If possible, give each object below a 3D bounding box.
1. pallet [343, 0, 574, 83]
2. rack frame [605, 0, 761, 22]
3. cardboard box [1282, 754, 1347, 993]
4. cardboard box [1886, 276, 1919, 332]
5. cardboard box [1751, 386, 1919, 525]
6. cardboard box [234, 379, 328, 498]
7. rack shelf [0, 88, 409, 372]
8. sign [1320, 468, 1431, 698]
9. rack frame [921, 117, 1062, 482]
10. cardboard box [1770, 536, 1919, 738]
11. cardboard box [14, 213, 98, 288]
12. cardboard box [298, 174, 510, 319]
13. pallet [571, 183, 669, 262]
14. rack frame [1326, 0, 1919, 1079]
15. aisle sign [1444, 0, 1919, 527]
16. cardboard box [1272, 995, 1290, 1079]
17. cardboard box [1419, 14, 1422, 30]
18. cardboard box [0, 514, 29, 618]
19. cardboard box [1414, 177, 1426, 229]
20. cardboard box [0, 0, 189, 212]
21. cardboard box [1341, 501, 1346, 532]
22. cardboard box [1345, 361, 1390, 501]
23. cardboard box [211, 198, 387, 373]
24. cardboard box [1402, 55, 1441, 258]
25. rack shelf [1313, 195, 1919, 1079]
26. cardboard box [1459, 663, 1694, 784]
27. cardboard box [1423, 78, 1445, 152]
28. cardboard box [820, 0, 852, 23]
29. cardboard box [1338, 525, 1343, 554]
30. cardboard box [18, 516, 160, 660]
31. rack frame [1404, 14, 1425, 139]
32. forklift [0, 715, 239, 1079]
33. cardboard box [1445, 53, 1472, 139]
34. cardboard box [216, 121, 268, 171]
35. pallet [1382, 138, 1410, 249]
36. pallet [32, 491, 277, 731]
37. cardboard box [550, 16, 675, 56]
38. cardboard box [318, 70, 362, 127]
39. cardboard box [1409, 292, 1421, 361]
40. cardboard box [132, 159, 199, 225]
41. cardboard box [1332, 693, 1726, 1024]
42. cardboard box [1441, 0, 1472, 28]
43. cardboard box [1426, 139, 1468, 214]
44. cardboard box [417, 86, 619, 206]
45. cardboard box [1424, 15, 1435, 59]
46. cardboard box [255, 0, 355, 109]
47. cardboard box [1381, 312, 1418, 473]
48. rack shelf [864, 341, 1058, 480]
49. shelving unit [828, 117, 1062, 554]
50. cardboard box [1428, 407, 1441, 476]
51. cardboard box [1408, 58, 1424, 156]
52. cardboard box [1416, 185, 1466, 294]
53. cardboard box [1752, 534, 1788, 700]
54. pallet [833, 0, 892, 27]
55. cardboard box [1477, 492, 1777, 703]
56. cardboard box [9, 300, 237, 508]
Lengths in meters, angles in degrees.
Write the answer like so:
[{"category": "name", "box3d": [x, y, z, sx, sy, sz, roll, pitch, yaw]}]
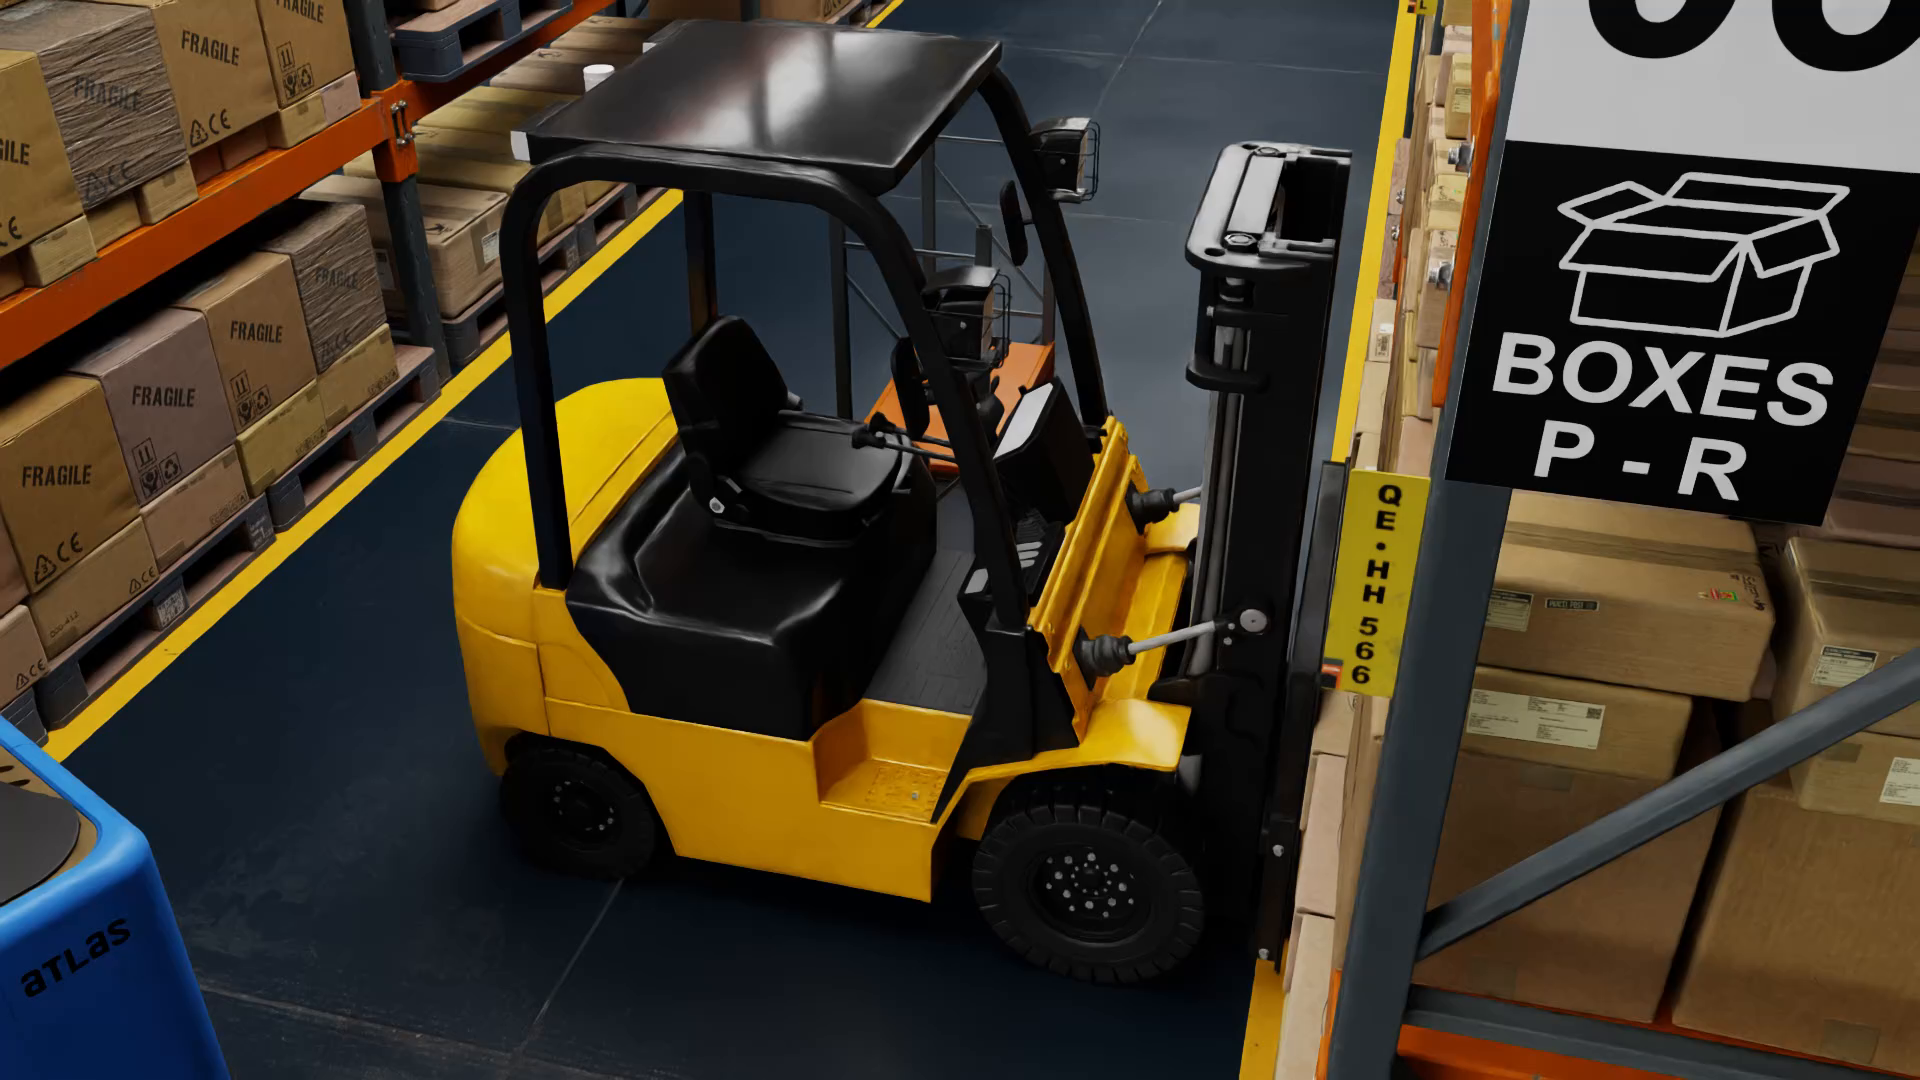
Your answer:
[{"category": "pallet", "box3d": [-2.416, -2.316, 7.277, 1.003, 0.211, 1.213, 8, 33, 12]}, {"category": "rack frame", "box3d": [-1.736, -4.096, 9.898, 1.000, 3.000, 0.127, 8, 33, 12]}, {"category": "cardboard box", "box3d": [0.975, 0.743, 3.525, 0.500, 0.250, 0.500, 9, 33, 13]}, {"category": "cardboard box", "box3d": [1.600, -0.394, 3.099, 0.380, 0.149, 0.250, 9, 34, 14]}, {"category": "cardboard box", "box3d": [1.480, -0.128, 2.680, 0.380, 0.149, 0.250, 9, 33, 13]}, {"category": "cardboard box", "box3d": [-2.766, -0.416, 6.281, 0.500, 0.250, 0.500, 7, 33, 11]}, {"category": "rack shelf", "box3d": [-3.259, -0.679, 5.193, 1.077, 0.370, 4.000, 8, 33, 12]}, {"category": "sign", "box3d": [0.515, 0.059, 2.061, 0.100, 0.325, 0.005, 8, 33, 12]}, {"category": "rack frame", "box3d": [0.107, -0.852, 6.193, 0.500, 1.500, 0.032, 8, 33, 12]}, {"category": "cardboard box", "box3d": [1.328, 0.142, 2.255, 0.380, 0.149, 0.250, 7, 33, 11]}, {"category": "cardboard box", "box3d": [-2.916, -0.911, 5.122, 0.380, 0.149, 0.250, 8, 33, 13]}, {"category": "cardboard box", "box3d": [-2.620, -1.361, 7.653, 0.950, 0.372, 0.625, 8, 33, 13]}, {"category": "pallet", "box3d": [-2.247, -1.883, 9.015, 1.003, 0.211, 1.213, 8, 33, 12]}, {"category": "rack frame", "box3d": [1.033, 0.729, 2.308, 0.949, 2.616, 0.053, 8, 33, 12]}, {"category": "aisle sign", "box3d": [0.735, -0.374, 1.619, 0.394, 0.787, 0.004, 8, 33, 12]}, {"category": "cardboard box", "box3d": [0.857, 1.206, 3.263, 0.500, 0.250, 0.500, 8, 33, 12]}, {"category": "cardboard box", "box3d": [3.347, -3.596, 11.049, 0.500, 0.500, 0.500, 7, 33, 11]}, {"category": "cardboard box", "box3d": [-3.160, 0.057, 4.838, 0.500, 0.500, 0.500, 7, 33, 11]}, {"category": "cardboard box", "box3d": [1.442, -0.659, 4.397, 0.500, 0.500, 0.500, 8, 33, 12]}, {"category": "cardboard box", "box3d": [-2.874, -1.386, 5.264, 0.500, 0.500, 0.500, 9, 34, 14]}, {"category": "cardboard box", "box3d": [1.494, 0.108, 5.456, 0.500, 0.250, 0.500, 7, 33, 11]}, {"category": "cardboard box", "box3d": [1.485, -0.313, 5.186, 0.500, 0.250, 0.500, 8, 33, 12]}, {"category": "cardboard box", "box3d": [-2.642, -1.010, 6.516, 0.500, 0.500, 0.500, 8, 33, 12]}, {"category": "cardboard box", "box3d": [1.686, -1.194, 5.239, 0.500, 0.500, 0.500, 7, 33, 11]}, {"category": "rack shelf", "box3d": [1.544, -0.005, 4.133, 1.077, 0.370, 4.000, 8, 33, 12]}, {"category": "cardboard box", "box3d": [0.853, 0.195, 2.450, 0.380, 0.149, 0.250, 8, 33, 13]}, {"category": "cardboard box", "box3d": [1.478, -1.142, 4.552, 0.380, 0.149, 0.250, 9, 33, 13]}, {"category": "cardboard box", "box3d": [-1.250, -4.186, 11.628, 0.875, 0.875, 0.875, 8, 33, 13]}, {"category": "cardboard box", "box3d": [1.229, 0.218, 4.351, 0.500, 0.250, 0.500, 7, 33, 11]}, {"category": "cardboard box", "box3d": [-3.031, 0.109, 5.455, 0.500, 0.250, 0.500, 10, 34, 16]}, {"category": "rack frame", "box3d": [3.066, -3.422, 8.838, 1.000, 3.000, 0.127, 8, 33, 12]}, {"category": "forklift", "box3d": [-2.930, 0.719, 2.387, 1.130, 2.935, 3.031, 23, 39, 32]}, {"category": "cardboard box", "box3d": [1.444, -1.124, 4.246, 0.380, 0.149, 0.250, 8, 33, 12]}, {"category": "cardboard box", "box3d": [-2.736, -1.451, 5.971, 0.380, 0.149, 0.250, 8, 33, 13]}, {"category": "pallet", "box3d": [2.820, -1.824, 8.922, 1.003, 0.211, 1.213, 8, 33, 12]}, {"category": "pallet", "box3d": [-3.195, 0.145, 5.826, 1.003, 0.211, 1.213, 8, 33, 12]}, {"category": "cardboard box", "box3d": [-1.889, -2.873, 10.031, 0.950, 0.372, 0.625, 6, 33, 9]}, {"category": "cardboard box", "box3d": [-2.538, -1.706, 6.372, 0.380, 0.149, 0.250, 8, 33, 12]}, {"category": "cardboard box", "box3d": [1.155, -0.474, 3.502, 0.380, 0.149, 0.250, 8, 33, 13]}, {"category": "cardboard box", "box3d": [-2.792, -1.179, 5.542, 0.380, 0.149, 0.250, 8, 33, 12]}, {"category": "cardboard box", "box3d": [0.907, 0.396, 2.738, 0.500, 0.500, 0.500, 7, 33, 11]}, {"category": "cardboard box", "box3d": [1.683, -1.663, 5.095, 0.380, 0.149, 0.250, 9, 33, 13]}, {"category": "cardboard box", "box3d": [1.363, -0.873, 4.129, 0.380, 0.149, 0.250, 7, 33, 11]}, {"category": "cardboard box", "box3d": [-2.266, -2.096, 8.809, 0.950, 0.372, 0.625, 9, 34, 14]}, {"category": "cardboard box", "box3d": [1.929, -1.784, 5.934, 0.500, 0.250, 0.500, 7, 33, 11]}, {"category": "cardboard box", "box3d": [-2.623, -1.924, 6.110, 0.500, 0.500, 0.500, 7, 33, 11]}, {"category": "cardboard box", "box3d": [1.177, -0.138, 3.578, 0.500, 0.500, 0.500, 7, 33, 11]}, {"category": "rack shelf", "box3d": [-0.022, -0.437, 5.874, 0.538, 0.185, 1.000, 8, 33, 12]}, {"category": "shelving unit", "box3d": [-0.019, -0.593, 5.785, 0.587, 1.500, 1.083, 8, 33, 12]}, {"category": "cardboard box", "box3d": [0.996, -0.199, 2.792, 0.380, 0.149, 0.250, 9, 33, 13]}, {"category": "cardboard box", "box3d": [1.926, -1.581, 6.080, 0.500, 0.250, 0.500, 9, 33, 13]}, {"category": "cardboard box", "box3d": [1.150, -0.603, 3.428, 0.380, 0.149, 0.250, 9, 33, 13]}, {"category": "cardboard box", "box3d": [1.374, 0.136, 2.543, 0.380, 0.149, 0.250, 8, 33, 12]}, {"category": "pallet", "box3d": [-1.151, -3.949, 12.266, 1.003, 0.211, 1.213, 8, 33, 12]}, {"category": "cardboard box", "box3d": [0.923, 0.073, 2.364, 0.380, 0.149, 0.250, 8, 33, 12]}, {"category": "cardboard box", "box3d": [-2.897, -0.481, 5.684, 0.500, 0.500, 0.500, 10, 34, 15]}]
